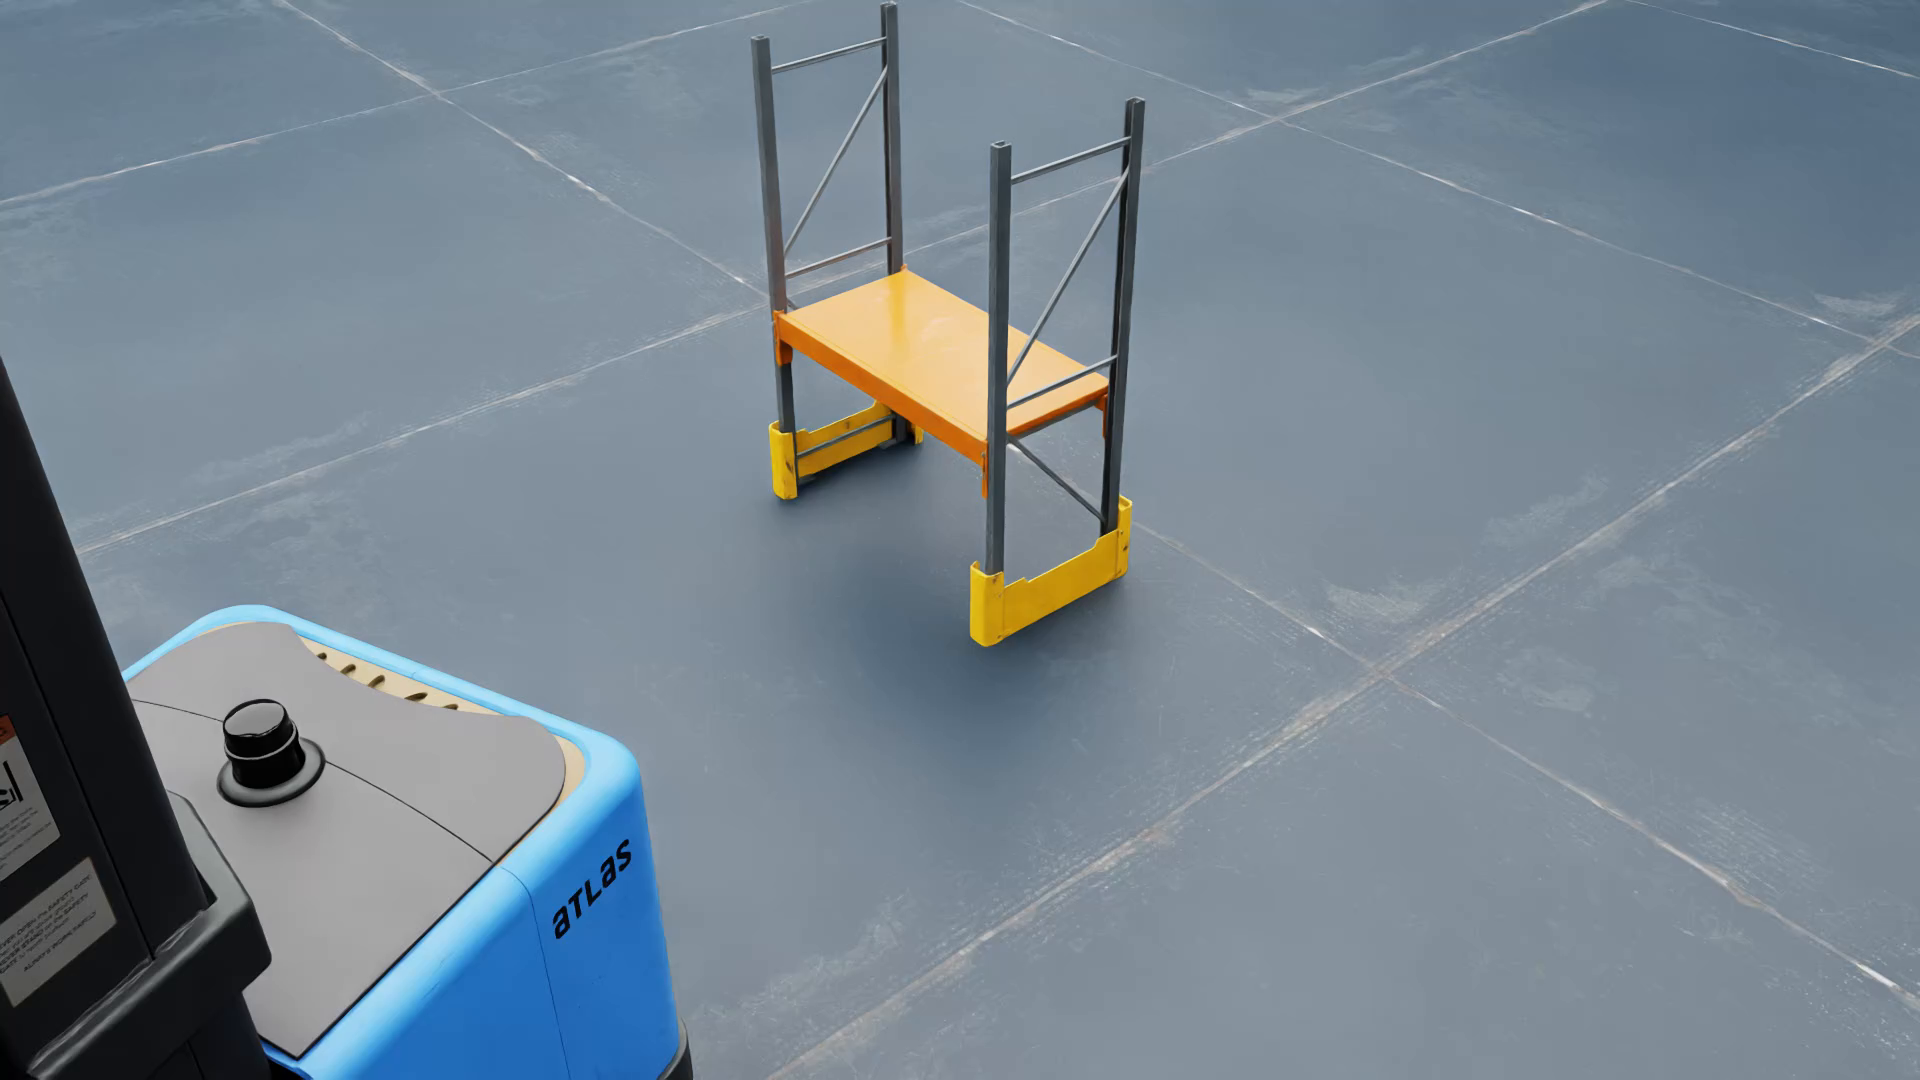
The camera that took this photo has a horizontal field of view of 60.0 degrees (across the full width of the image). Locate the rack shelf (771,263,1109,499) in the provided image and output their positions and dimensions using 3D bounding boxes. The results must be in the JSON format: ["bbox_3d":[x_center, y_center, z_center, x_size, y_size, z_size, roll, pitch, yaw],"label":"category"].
[{"bbox_3d":[-0.055,-0.503,4.974,0.538,0.185,1.000,-26,43,-32],"label":"rack shelf"}]

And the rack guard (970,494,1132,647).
[{"bbox_3d":[0.272,0.084,4.915,0.587,0.250,0.087,-26,43,-32],"label":"rack guard"}]

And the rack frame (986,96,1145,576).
[{"bbox_3d":[0.273,-0.425,4.553,0.500,1.500,0.032,-26,43,-32],"label":"rack frame"}]

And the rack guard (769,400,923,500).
[{"bbox_3d":[-0.371,-0.356,5.536,0.587,0.250,0.087,-26,43,-32],"label":"rack guard"}]

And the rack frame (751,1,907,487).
[{"bbox_3d":[-0.383,-0.874,5.187,0.500,1.500,0.032,-26,43,-32],"label":"rack frame"}]

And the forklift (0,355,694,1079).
[{"bbox_3d":[-1.667,0.668,1.771,1.130,2.935,3.031,17,39,22],"label":"forklift"}]

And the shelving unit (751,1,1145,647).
[{"bbox_3d":[-0.049,-0.646,4.864,0.587,1.500,1.083,-26,43,-32],"label":"shelving unit"}]
